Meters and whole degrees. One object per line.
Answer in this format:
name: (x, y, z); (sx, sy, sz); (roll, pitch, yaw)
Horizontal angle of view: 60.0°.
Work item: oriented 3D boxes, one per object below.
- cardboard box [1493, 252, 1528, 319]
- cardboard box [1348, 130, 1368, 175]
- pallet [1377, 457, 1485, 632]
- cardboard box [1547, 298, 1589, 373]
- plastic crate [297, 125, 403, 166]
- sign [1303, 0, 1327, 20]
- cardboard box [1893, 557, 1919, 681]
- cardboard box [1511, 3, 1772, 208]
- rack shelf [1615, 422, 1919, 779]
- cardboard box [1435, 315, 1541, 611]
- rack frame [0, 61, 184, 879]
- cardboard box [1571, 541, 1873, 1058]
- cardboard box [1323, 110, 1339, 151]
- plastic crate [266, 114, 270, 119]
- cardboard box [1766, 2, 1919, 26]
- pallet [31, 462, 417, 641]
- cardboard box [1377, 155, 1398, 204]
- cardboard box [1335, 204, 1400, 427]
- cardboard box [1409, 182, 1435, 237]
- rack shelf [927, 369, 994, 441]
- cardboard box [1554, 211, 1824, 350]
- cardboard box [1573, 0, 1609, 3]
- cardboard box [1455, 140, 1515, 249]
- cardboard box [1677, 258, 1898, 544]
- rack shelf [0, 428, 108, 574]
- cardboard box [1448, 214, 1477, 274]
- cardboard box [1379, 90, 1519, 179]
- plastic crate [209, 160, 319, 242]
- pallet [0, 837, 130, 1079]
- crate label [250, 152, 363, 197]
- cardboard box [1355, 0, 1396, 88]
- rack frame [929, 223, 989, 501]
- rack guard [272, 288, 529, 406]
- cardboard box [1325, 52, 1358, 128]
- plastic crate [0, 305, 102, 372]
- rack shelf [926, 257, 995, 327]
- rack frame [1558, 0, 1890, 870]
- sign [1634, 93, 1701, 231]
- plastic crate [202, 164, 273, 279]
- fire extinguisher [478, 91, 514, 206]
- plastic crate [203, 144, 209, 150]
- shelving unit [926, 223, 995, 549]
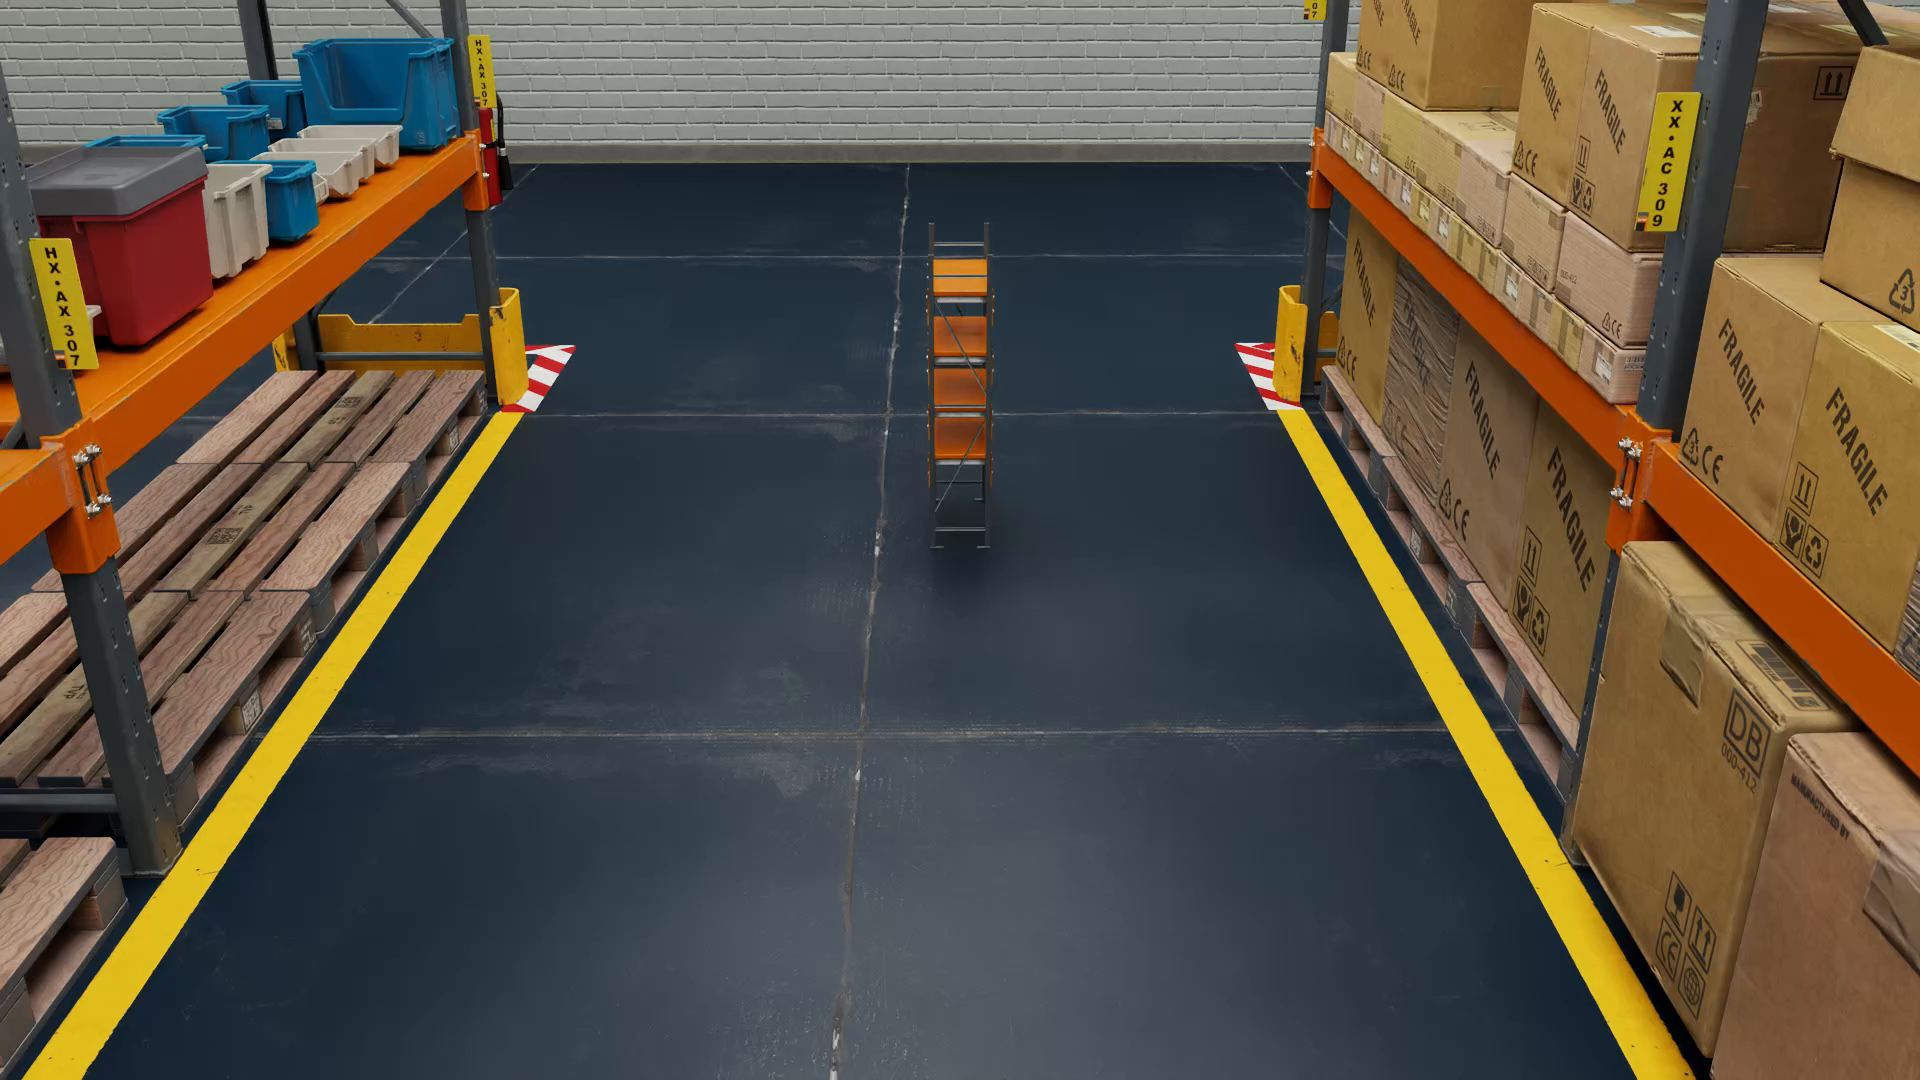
cardboard box: (1.889, -0.792, 5.167); (0.380, 0.149, 0.250); (0, 24, 0)
cardboard box: (1.866, -1.640, 7.040); (0.380, 0.149, 0.250); (-1, 24, -2)
pallet: (2.283, -0.012, 6.520); (1.003, 0.211, 1.213); (0, 24, -1)
cardboard box: (1.895, -0.581, 4.699); (0.380, 0.149, 0.250); (0, 24, 0)
plastic crate: (-2.578, -1.663, 7.034); (0.396, 0.136, 0.243); (0, 24, -1)
sign: (1.630, -2.544, 7.587); (0.100, 0.325, 0.005); (0, 24, -1)
cardboard box: (1.995, 0.094, 2.782); (0.500, 0.500, 0.500); (-1, 24, -2)
cardboard box: (1.955, -1.268, 4.826); (0.500, 0.500, 0.500); (0, 24, 0)
rack shelf: (2.251, 0.687, 2.464); (1.077, 0.370, 4.000); (0, 24, -1)
cardboard box: (2.292, -0.331, 5.911); (0.875, 0.875, 0.875); (0, 24, -1)
rack frame: (-2.724, -0.443, 4.089); (1.000, 3.000, 0.127); (0, 24, -1)
cardboard box: (2.256, 0.576, 3.906); (1.225, 0.875, 0.875); (0, 24, 0)
cardboard box: (1.859, -1.851, 7.507); (0.380, 0.149, 0.250); (0, 24, 0)
plastic crate: (-3.173, -1.762, 7.254); (0.250, 0.136, 0.298); (0, 24, -1)
cardboard box: (2.482, -1.275, 4.841); (0.500, 0.500, 0.500); (0, 24, -1)
pallet: (-2.787, 0.021, 6.447); (1.003, 0.211, 1.213); (0, 24, -1)
cardboard box: (1.872, -1.427, 6.571); (0.380, 0.149, 0.250); (-1, 24, -2)
cardboard box: (2.272, -1.073, 7.551); (0.875, 0.875, 0.875); (0, 24, -1)
cardboard box: (1.877, -1.217, 6.106); (0.380, 0.149, 0.250); (-1, 24, -2)
rack shelf: (-0.002, -0.554, 6.681); (0.258, 0.148, 0.480); (0, 24, -1)
cardboard box: (1.962, -0.713, 4.507); (0.500, 0.250, 0.500); (-1, 24, -2)
cardboard box: (2.453, -2.322, 7.156); (0.500, 0.500, 0.500); (0, 24, 0)
cardboard box: (1.948, -1.136, 5.444); (0.500, 0.250, 0.500); (0, 24, 1)
cardboard box: (1.984, -0.320, 3.696); (0.500, 0.500, 0.500); (0, 24, 0)
rack shelf: (-2.702, 0.709, 2.415); (1.077, 0.370, 4.000); (0, 24, -1)
cardboard box: (1.883, -1.004, 5.635); (0.380, 0.149, 0.250); (-1, 24, -1)
cardboard box: (1.935, -1.560, 6.380); (0.500, 0.250, 0.500); (-1, 24, -2)
plastic crate: (-2.489, -1.197, 5.887); (0.416, 0.233, 0.300); (0, 24, -1)
pallet: (-2.757, 1.146, 3.960); (1.003, 0.211, 1.213); (0, 24, -1)
crate label: (-2.561, -1.429, 6.516); (0.396, 0.136, 0.243); (0, 24, -1)
cardboard box: (1.926, -2.117, 6.702); (0.500, 0.500, 0.500); (-1, 24, -2)
rack frame: (-0.004, -0.715, 6.876); (0.240, 1.200, 0.015); (0, 24, -1)
rack guard: (-2.781, -0.962, 8.270); (1.175, 0.500, 0.348); (0, 24, -1)
cardboard box: (1.920, -1.981, 7.312); (0.500, 0.250, 0.500); (-1, 24, -2)
plastic crate: (-2.586, -0.542, 4.556); (0.396, 0.136, 0.243); (0, 24, -1)
rack shelf: (-0.002, -0.973, 6.492); (0.258, 0.148, 0.480); (0, 24, -1)
rack frame: (2.229, -0.465, 4.138); (1.000, 3.000, 0.127); (0, 24, -1)
sign: (1.674, -0.892, 3.936); (0.100, 0.325, 0.005); (0, 24, -1)
plastic crate: (-2.556, -1.046, 5.494); (0.437, 0.282, 0.530); (0, 24, -1)
fire extinguisher: (-2.315, -1.950, 7.968); (0.296, 0.674, 0.183); (0, 24, -1)
plastic crate: (-3.166, -1.483, 6.636); (0.250, 0.136, 0.298); (0, 24, -1)
shelving unit: (-0.002, -0.615, 6.654); (0.258, 1.200, 0.503); (0, 24, -1)
